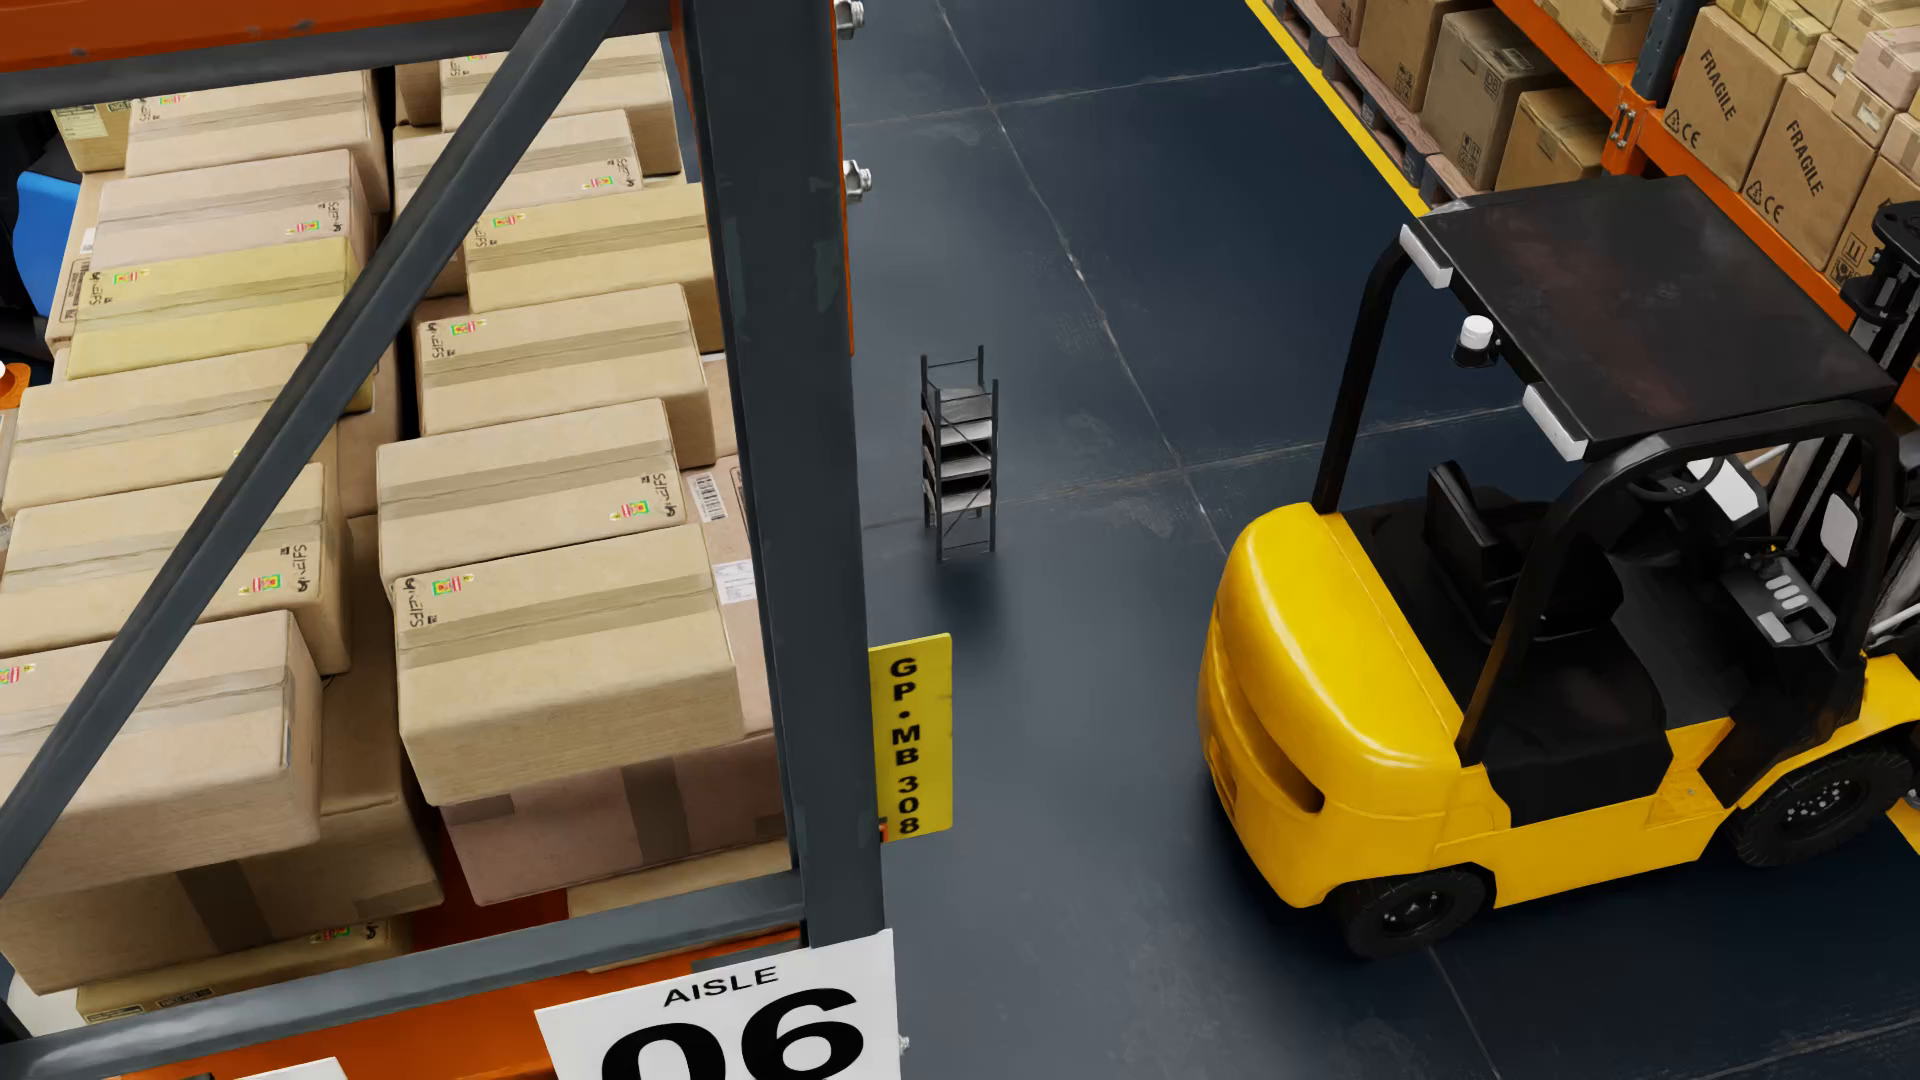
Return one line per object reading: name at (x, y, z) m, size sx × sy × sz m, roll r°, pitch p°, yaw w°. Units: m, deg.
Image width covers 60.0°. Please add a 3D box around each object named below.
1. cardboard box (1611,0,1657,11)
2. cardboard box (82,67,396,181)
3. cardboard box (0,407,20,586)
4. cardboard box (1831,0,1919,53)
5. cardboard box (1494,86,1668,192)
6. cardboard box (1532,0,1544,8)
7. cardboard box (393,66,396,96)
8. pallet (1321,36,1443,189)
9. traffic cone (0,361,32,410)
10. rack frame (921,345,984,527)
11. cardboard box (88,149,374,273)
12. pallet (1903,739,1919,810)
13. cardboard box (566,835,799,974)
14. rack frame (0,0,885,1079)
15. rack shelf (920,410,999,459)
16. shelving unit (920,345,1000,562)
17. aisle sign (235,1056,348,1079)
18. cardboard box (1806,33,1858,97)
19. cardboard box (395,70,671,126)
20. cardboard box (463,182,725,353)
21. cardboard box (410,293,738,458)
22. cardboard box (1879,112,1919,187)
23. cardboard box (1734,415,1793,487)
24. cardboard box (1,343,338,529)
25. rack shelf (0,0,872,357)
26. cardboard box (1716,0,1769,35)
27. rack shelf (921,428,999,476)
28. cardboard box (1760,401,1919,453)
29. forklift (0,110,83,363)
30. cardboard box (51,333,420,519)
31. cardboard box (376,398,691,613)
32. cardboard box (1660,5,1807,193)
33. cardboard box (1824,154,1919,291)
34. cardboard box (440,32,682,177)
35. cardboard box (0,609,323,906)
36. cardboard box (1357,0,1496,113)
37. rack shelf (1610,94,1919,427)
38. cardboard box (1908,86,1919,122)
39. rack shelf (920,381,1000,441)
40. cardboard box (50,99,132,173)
cardboard box at (2.819, -2.417, 6.774) m, size 0.500 × 0.250 × 0.500 m, roll -12°, pitch 47°, yaw -11°
cardboard box at (-1.369, -0.789, 3.220) m, size 0.500 × 0.250 × 0.500 m, roll -10°, pitch 46°, yaw -10°
cardboard box at (-3.318, -0.136, 6.003) m, size 0.500 × 0.500 × 0.500 m, roll -11°, pitch 47°, yaw -10°
cardboard box at (3.215, -1.756, 5.638) m, size 0.380 × 0.149 × 0.250 m, roll -11°, pitch 47°, yaw -11°
cardboard box at (3.047, -1.676, 7.661) m, size 0.875 × 0.625 × 0.625 m, roll -9°, pitch 46°, yaw -9°
cardboard box at (2.676, -2.596, 7.299) m, size 0.500 × 0.250 × 0.500 m, roll -11°, pitch 47°, yaw -11°
cardboard box at (-1.496, -1.086, 3.789) m, size 0.380 × 0.149 × 0.250 m, roll -12°, pitch 47°, yaw -12°
pallet at (2.650, -2.372, 8.927) m, size 1.003 × 0.211 × 1.213 m, roll -11°, pitch 47°, yaw -10°
traffic cone at (-4.317, -0.822, 7.231) m, size 0.336 × 0.463 × 0.334 m, roll -11°, pitch 47°, yaw -10°
rack frame at (-0.028, -0.391, 6.503) m, size 0.240 × 0.900 × 0.006 m, roll -11°, pitch 47°, yaw -10°
cardboard box at (-1.136, -0.464, 2.622) m, size 0.380 × 0.149 × 0.250 m, roll -11°, pitch 47°, yaw -10°
pallet at (3.671, 0.374, 6.235) m, size 1.003 × 0.211 × 1.213 m, roll -11°, pitch 47°, yaw -10°
cardboard box at (-0.352, 0.419, 2.315) m, size 0.380 × 0.149 × 0.250 m, roll -11°, pitch 47°, yaw -10°
rack frame at (-0.581, -0.430, 0.871) m, size 1.000 × 3.000 × 0.127 m, roll -11°, pitch 47°, yaw -10°
rack shelf at (-0.002, -0.423, 6.329) m, size 0.258 × 0.077 × 0.200 m, roll -11°, pitch 47°, yaw -10°
shelving unit at (-0.002, -0.321, 6.434) m, size 0.258 × 0.900 × 0.210 m, roll -11°, pitch 47°, yaw -10°
aisle sign at (-0.846, 0.855, 1.991) m, size 0.394 × 0.787 × 0.004 m, roll -11°, pitch 47°, yaw -10°
cardboard box at (3.181, -1.643, 5.736) m, size 0.380 × 0.149 × 0.250 m, roll -11°, pitch 47°, yaw -10°
cardboard box at (-0.841, -0.887, 3.315) m, size 0.500 × 0.250 × 0.500 m, roll -10°, pitch 46°, yaw -9°
cardboard box at (-0.552, -0.396, 2.555) m, size 0.380 × 0.149 × 0.250 m, roll -11°, pitch 47°, yaw -10°
cardboard box at (-0.572, -0.177, 2.620) m, size 0.500 × 0.250 × 0.500 m, roll -11°, pitch 47°, yaw -11°
cardboard box at (3.238, -1.278, 5.378) m, size 0.380 × 0.149 × 0.250 m, roll -11°, pitch 47°, yaw -11°
cardboard box at (3.266, -0.275, 6.200) m, size 0.500 × 0.250 × 0.500 m, roll -11°, pitch 47°, yaw -11°
cardboard box at (-1.065, -0.109, 2.274) m, size 0.380 × 0.149 × 0.250 m, roll -11°, pitch 47°, yaw -11°
rack shelf at (-1.093, -1.558, 2.482) m, size 1.077 × 0.370 × 4.000 m, roll -11°, pitch 47°, yaw -10°
cardboard box at (3.019, -1.996, 6.082) m, size 0.380 × 0.149 × 0.250 m, roll -11°, pitch 47°, yaw -11°
rack shelf at (-0.002, -0.360, 6.394) m, size 0.258 × 0.077 × 0.200 m, roll -11°, pitch 47°, yaw -10°
cardboard box at (3.272, -0.449, 6.021) m, size 0.500 × 0.250 × 0.500 m, roll -9°, pitch 46°, yaw -9°
forklift at (-4.265, -2.258, 6.910) m, size 3.031 × 2.935 × 1.130 m, roll 16°, pitch 48°, yaw 15°
cardboard box at (-1.088, -0.086, 2.531) m, size 0.500 × 0.250 × 0.500 m, roll -11°, pitch 47°, yaw -11°
cardboard box at (-0.555, -0.025, 2.192) m, size 0.380 × 0.149 × 0.250 m, roll -11°, pitch 47°, yaw -10°
cardboard box at (3.053, -1.683, 6.229) m, size 0.500 × 0.500 × 0.500 m, roll -12°, pitch 47°, yaw -11°
cardboard box at (3.333, -0.977, 5.538) m, size 0.500 × 0.500 × 0.500 m, roll -11°, pitch 47°, yaw -11°
cardboard box at (-0.696, -0.745, 2.897) m, size 0.380 × 0.149 × 0.250 m, roll -10°, pitch 46°, yaw -9°
cardboard box at (-0.953, 0.249, 1.923) m, size 0.380 × 0.149 × 0.250 m, roll -10°, pitch 46°, yaw -10°
cardboard box at (2.662, -2.732, 8.696) m, size 0.875 × 0.625 × 0.625 m, roll -12°, pitch 47°, yaw -12°
rack shelf at (3.704, -0.370, 5.516) m, size 1.077 × 0.370 × 4.000 m, roll -11°, pitch 47°, yaw -10°
cardboard box at (3.274, -1.385, 5.275) m, size 0.380 × 0.149 × 0.250 m, roll -11°, pitch 47°, yaw -11°
rack shelf at (-0.002, -0.486, 6.265) m, size 0.258 × 0.077 × 0.200 m, roll -11°, pitch 47°, yaw -10°
cardboard box at (-1.379, -0.804, 2.955) m, size 0.380 × 0.149 × 0.250 m, roll -10°, pitch 46°, yaw -9°
